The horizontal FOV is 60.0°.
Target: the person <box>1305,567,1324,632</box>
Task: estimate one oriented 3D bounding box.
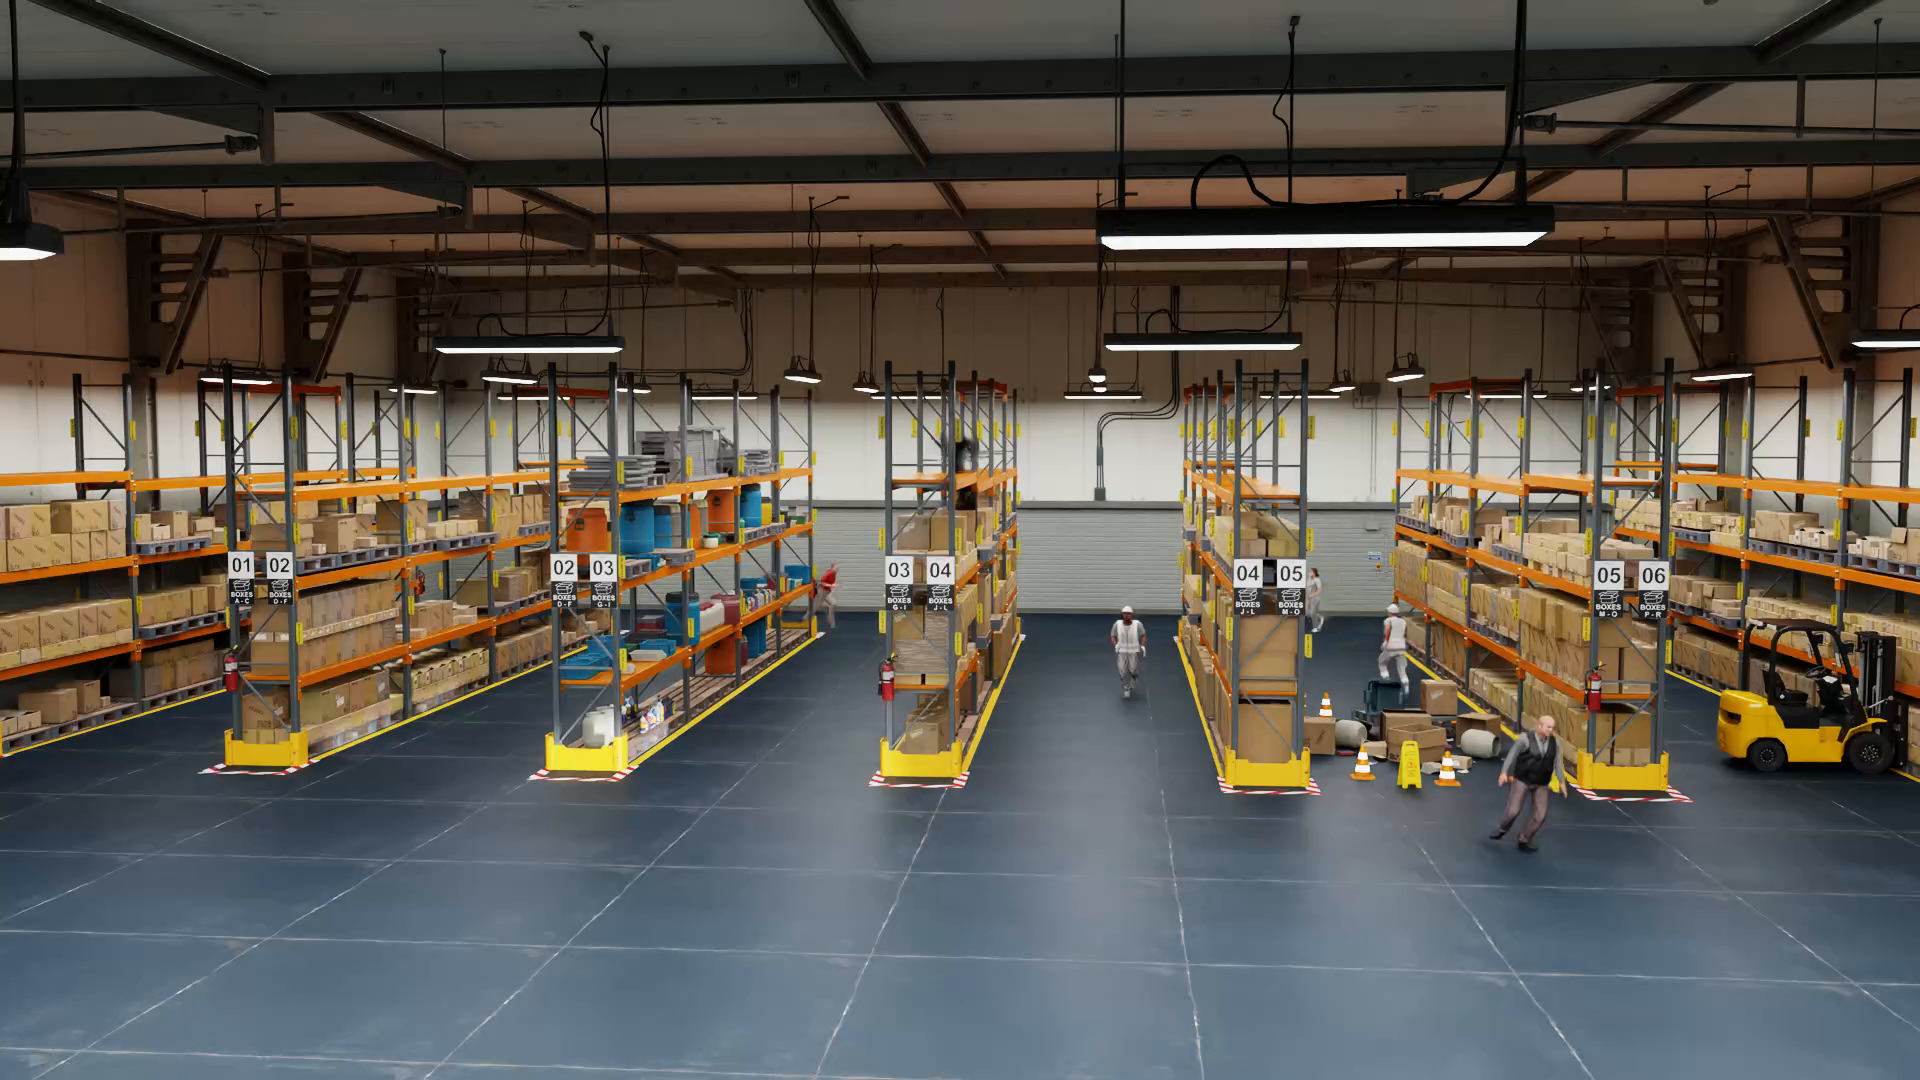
[{"bbox_3d":[8.798,1.480,41.303,0.529,1.622,0.629,-1,4,-19],"label":"person"}]

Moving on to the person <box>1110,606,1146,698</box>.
[{"bbox_3d":[3.147,2.094,31.146,0.673,1.723,0.635,1,4,9],"label":"person"}]

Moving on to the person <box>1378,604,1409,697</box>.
[{"bbox_3d":[8.144,2.073,31.166,0.619,1.724,0.972,-1,4,-10],"label":"person"}]

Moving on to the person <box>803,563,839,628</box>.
[{"bbox_3d":[-3.523,1.431,42.439,1.016,1.699,0.711,1,4,18],"label":"person"}]

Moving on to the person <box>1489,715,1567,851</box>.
[{"bbox_3d":[6.763,2.870,19.808,0.803,1.642,0.625,0,4,-5],"label":"person"}]
